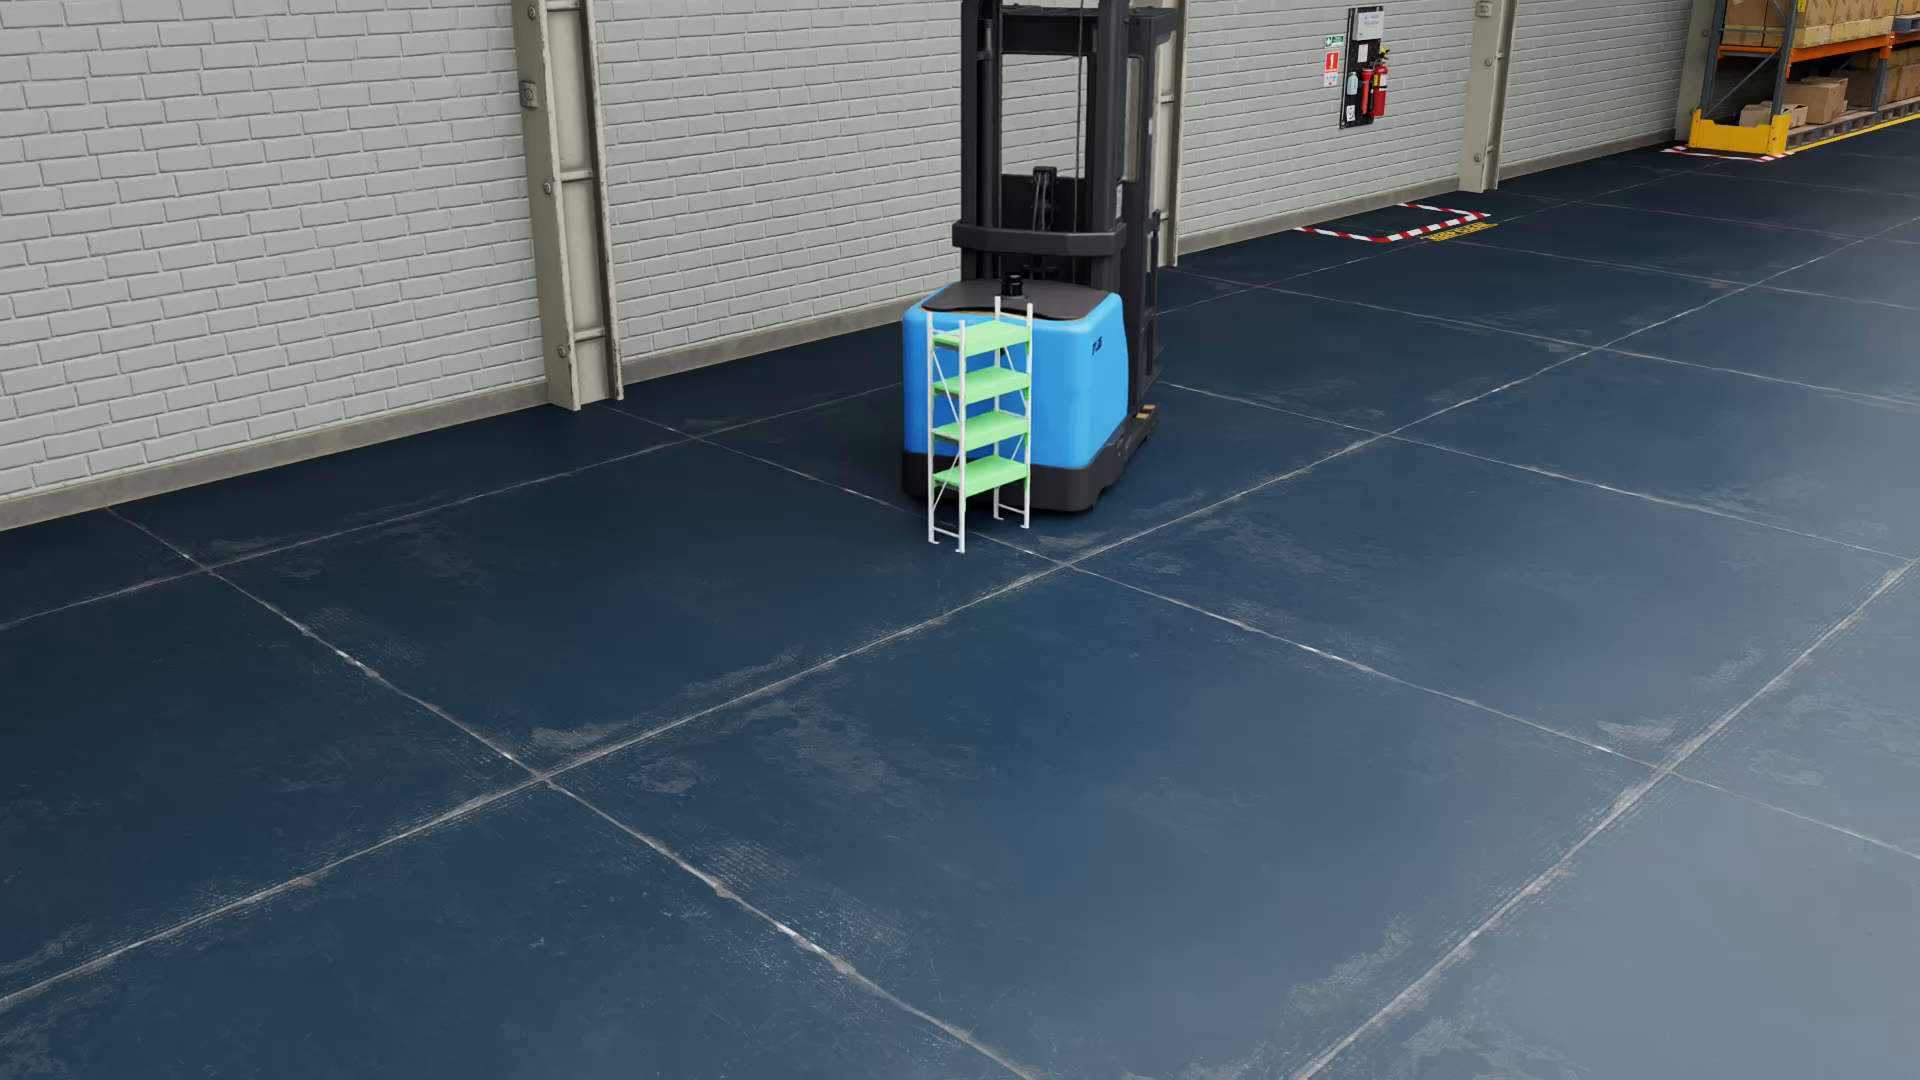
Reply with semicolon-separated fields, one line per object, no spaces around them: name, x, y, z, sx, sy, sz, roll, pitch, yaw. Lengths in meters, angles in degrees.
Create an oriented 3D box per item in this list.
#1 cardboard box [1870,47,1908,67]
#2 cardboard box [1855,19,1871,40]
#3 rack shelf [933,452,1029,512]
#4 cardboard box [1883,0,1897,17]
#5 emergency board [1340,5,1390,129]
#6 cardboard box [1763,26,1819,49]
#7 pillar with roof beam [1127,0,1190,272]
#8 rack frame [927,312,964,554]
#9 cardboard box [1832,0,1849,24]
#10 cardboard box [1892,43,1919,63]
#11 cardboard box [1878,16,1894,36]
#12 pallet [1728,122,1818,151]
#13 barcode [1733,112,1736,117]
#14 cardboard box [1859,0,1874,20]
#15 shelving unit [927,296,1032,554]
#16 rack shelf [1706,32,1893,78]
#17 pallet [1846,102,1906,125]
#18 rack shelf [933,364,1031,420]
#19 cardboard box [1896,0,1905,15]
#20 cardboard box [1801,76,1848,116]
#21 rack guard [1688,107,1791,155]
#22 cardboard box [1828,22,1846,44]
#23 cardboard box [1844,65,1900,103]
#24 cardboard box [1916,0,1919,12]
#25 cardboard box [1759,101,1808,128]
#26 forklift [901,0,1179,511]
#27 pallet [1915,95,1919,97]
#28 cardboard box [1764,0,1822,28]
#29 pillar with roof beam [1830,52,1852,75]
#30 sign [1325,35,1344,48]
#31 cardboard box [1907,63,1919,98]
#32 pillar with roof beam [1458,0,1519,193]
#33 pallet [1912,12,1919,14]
cardboard box;14.177;-7.413;25.505;0.500;0.250;0.500;18;28;39
cardboard box;12.204;-7.065;22.955;0.500;0.250;0.500;19;28;40
rack shelf;0.100;-0.300;8.531;0.258;0.148;0.480;19;28;41
cardboard box;12.902;-7.673;23.491;0.500;0.500;0.500;19;28;41
emergency board;4.152;-4.782;16.836;0.194;1.169;0.643;19;28;41
cardboard box;10.788;-6.539;21.588;0.500;0.250;0.500;18;28;39
pillar with roof beam;4.802;-5.588;10.571;9.100;9.000;0.400;19;28;41
rack frame;-0.070;-0.521;8.258;0.240;1.200;0.015;19;28;41
cardboard box;11.485;-7.147;22.123;0.500;0.500;0.500;18;27;39
cardboard box;14.894;-7.670;26.174;0.500;0.250;0.500;-20;28;-41
cardboard box;12.897;-7.324;23.629;0.500;0.250;0.500;19;28;41
pallet;10.865;-5.472;22.516;1.003;0.211;1.213;19;28;41
barcode;10.493;-5.769;22.524;0.001;0.075;0.075;19;28;41
cardboard box;12.199;-7.416;22.824;0.500;0.500;0.500;18;28;39
shelving unit;0.100;-0.584;8.422;0.258;1.200;0.503;19;28;41
rack shelf;11.615;-6.732;22.912;1.077;0.370;4.000;19;28;41
pallet;13.553;-6.481;25.142;1.003;0.211;1.213;19;28;41
rack shelf;0.100;-0.748;8.359;0.258;0.148;0.480;19;28;41
cardboard box;13.390;-7.956;24.341;0.700;0.500;0.500;19;28;41
cardboard box;12.315;-6.344;23.769;0.500;0.500;0.500;17;27;37
rack guard;10.273;-5.407;21.944;1.175;0.500;0.348;19;28;41
cardboard box;11.500;-6.806;22.281;0.500;0.250;0.500;19;28;40
cardboard box;13.837;-6.959;25.371;0.700;0.500;0.500;19;28;40
cardboard box;14.222;-8.275;25.171;0.500;0.500;0.700;-16;26;-35
cardboard box;11.165;-5.806;22.634;0.500;0.311;0.500;-17;27;-38
forklift;0.616;-2.015;9.732;1.130;2.935;3.031;7;22;16
pallet;15.255;-7.108;26.774;1.003;0.211;1.213;19;28;41
cardboard box;10.769;-6.891;21.457;0.500;0.500;0.500;19;28;41
pillar with roof beam;17.359;-10.215;22.610;9.100;9.000;0.400;19;28;41
sign;3.702;-4.929;16.429;0.001;0.109;0.331;19;28;41
cardboard box;14.567;-7.213;26.030;0.700;0.500;0.500;19;28;40
pillar with roof beam;8.988;-7.131;14.584;9.100;9.000;0.400;19;28;41
pallet;14.449;-8.002;25.479;1.003;0.211;1.213;19;28;41
